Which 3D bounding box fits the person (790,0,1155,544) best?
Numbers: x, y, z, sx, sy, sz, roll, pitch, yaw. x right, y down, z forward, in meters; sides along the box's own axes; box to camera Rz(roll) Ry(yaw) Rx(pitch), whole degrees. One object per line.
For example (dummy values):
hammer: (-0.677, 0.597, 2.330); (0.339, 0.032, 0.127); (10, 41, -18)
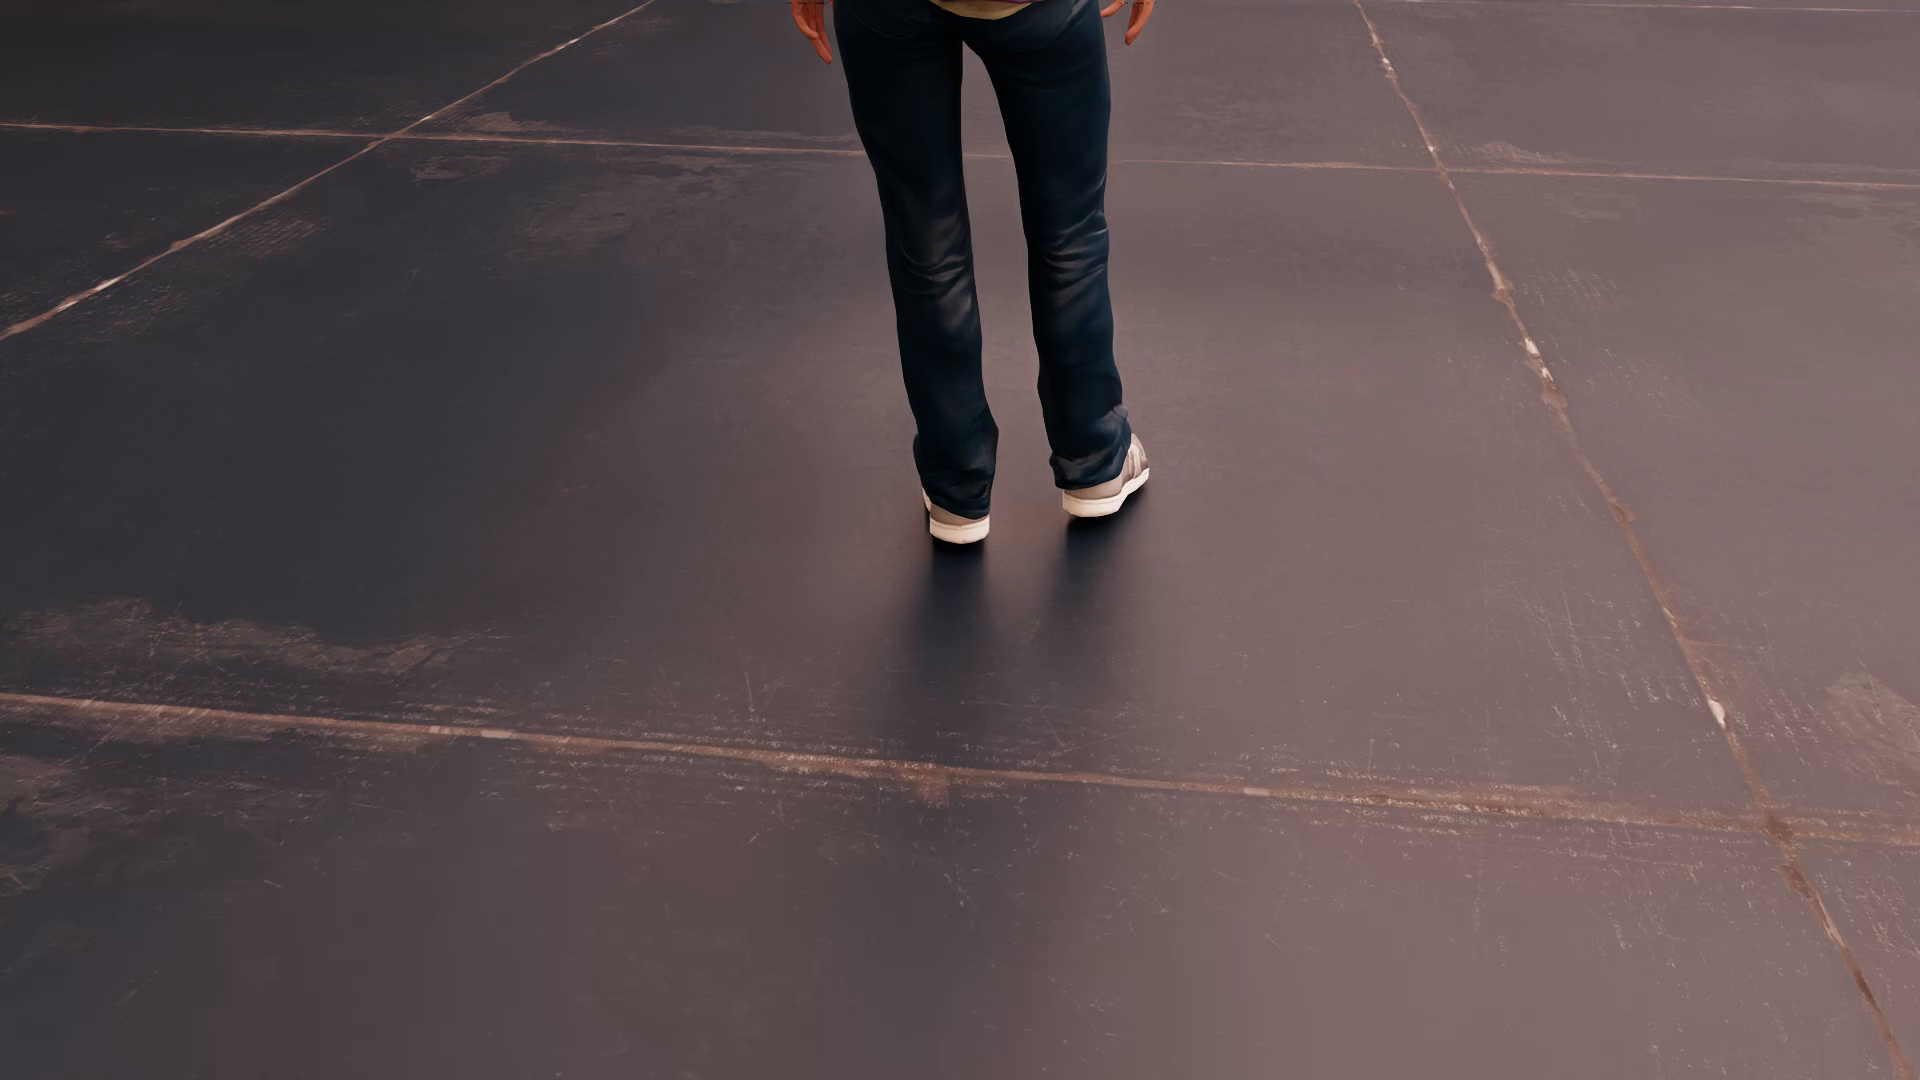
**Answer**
person: (0.023, -0.747, 2.208); (0.521, 1.584, 0.473); (3, 27, 7)
